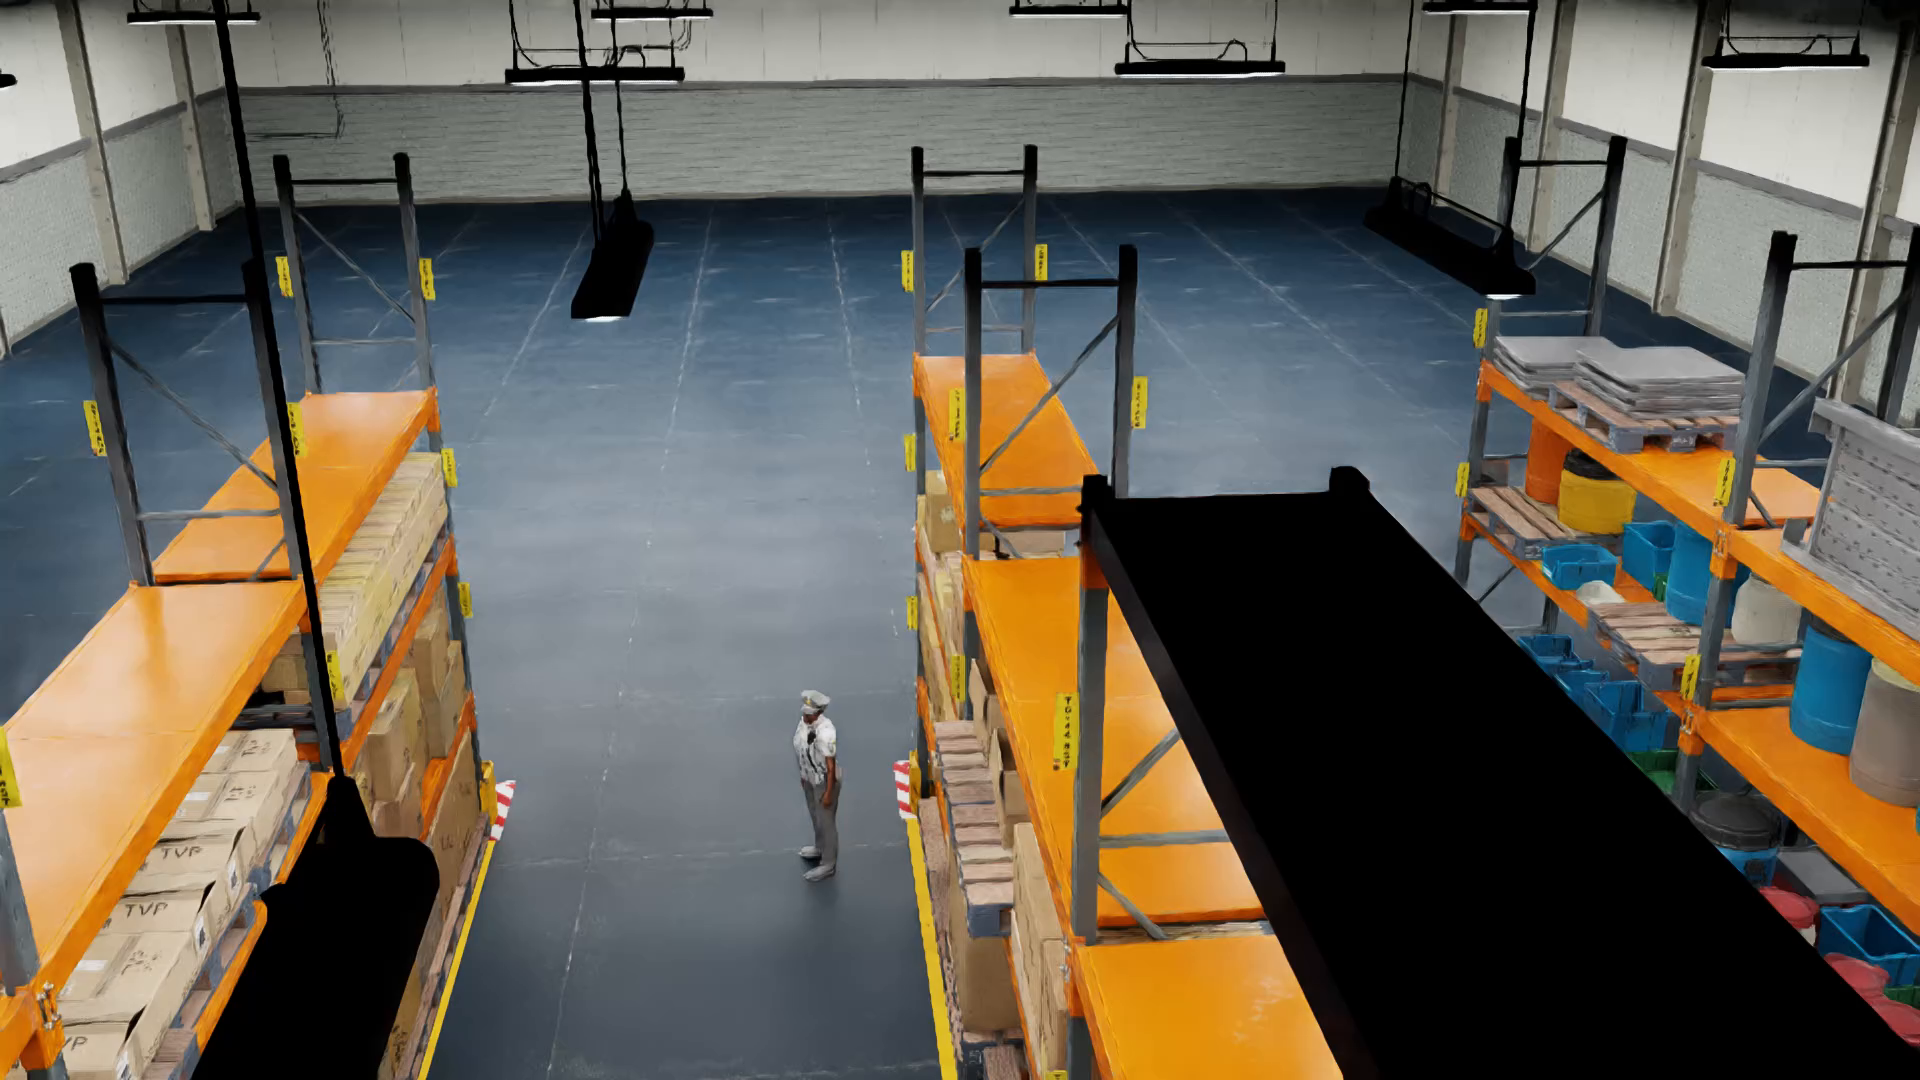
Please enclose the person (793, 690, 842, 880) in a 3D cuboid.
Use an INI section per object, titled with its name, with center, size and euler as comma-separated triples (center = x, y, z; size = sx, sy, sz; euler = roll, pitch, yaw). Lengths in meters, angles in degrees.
[person]
center = -1.237, 2.054, 14.142
size = 0.437, 1.684, 0.553
euler = -15, 26, -33
